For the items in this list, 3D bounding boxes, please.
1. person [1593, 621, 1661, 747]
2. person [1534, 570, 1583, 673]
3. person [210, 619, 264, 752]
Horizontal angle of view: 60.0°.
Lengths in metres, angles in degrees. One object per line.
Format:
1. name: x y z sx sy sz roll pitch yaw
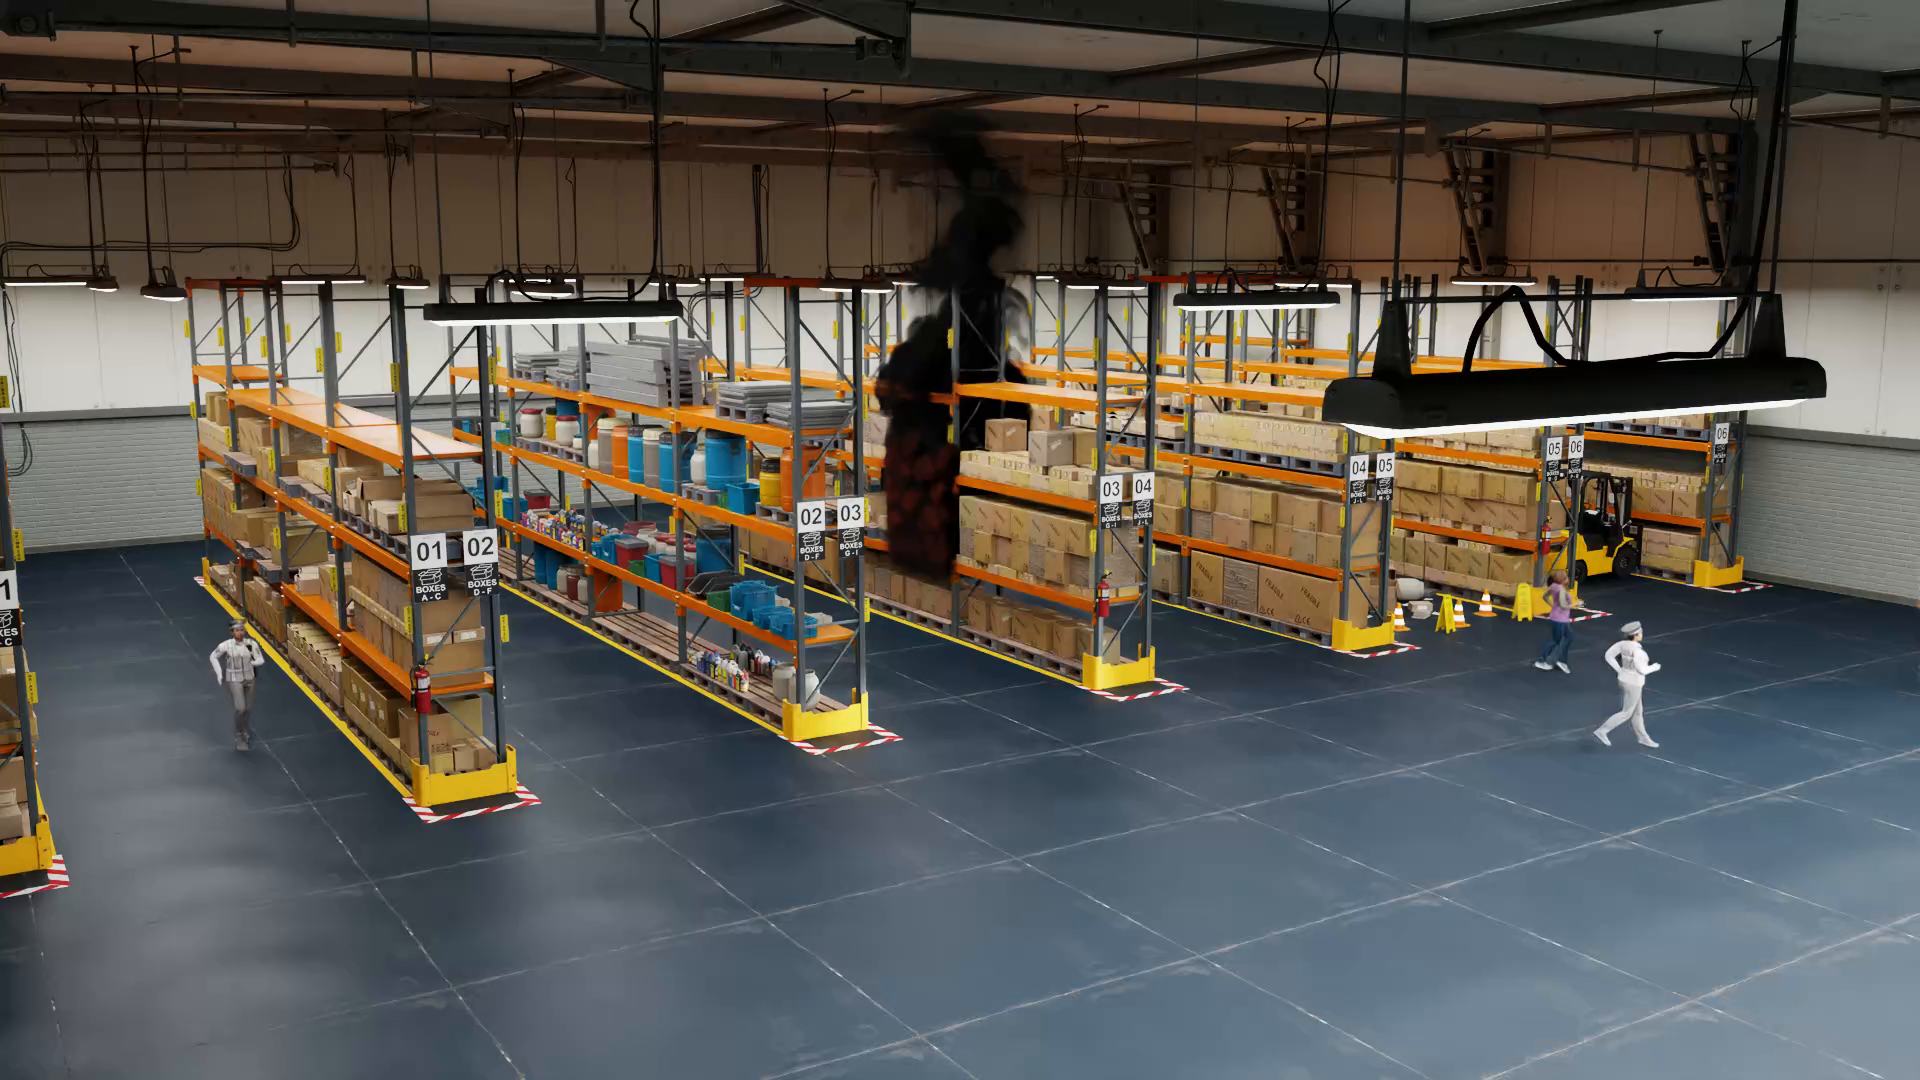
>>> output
1. person: 8.691 1.889 21.568 0.920 1.697 0.612 -1 10 -3
2. person: 9.244 1.270 25.654 0.667 1.640 0.514 2 10 12
3. person: -9.401 1.883 21.755 0.576 1.749 0.706 -9 13 -42
